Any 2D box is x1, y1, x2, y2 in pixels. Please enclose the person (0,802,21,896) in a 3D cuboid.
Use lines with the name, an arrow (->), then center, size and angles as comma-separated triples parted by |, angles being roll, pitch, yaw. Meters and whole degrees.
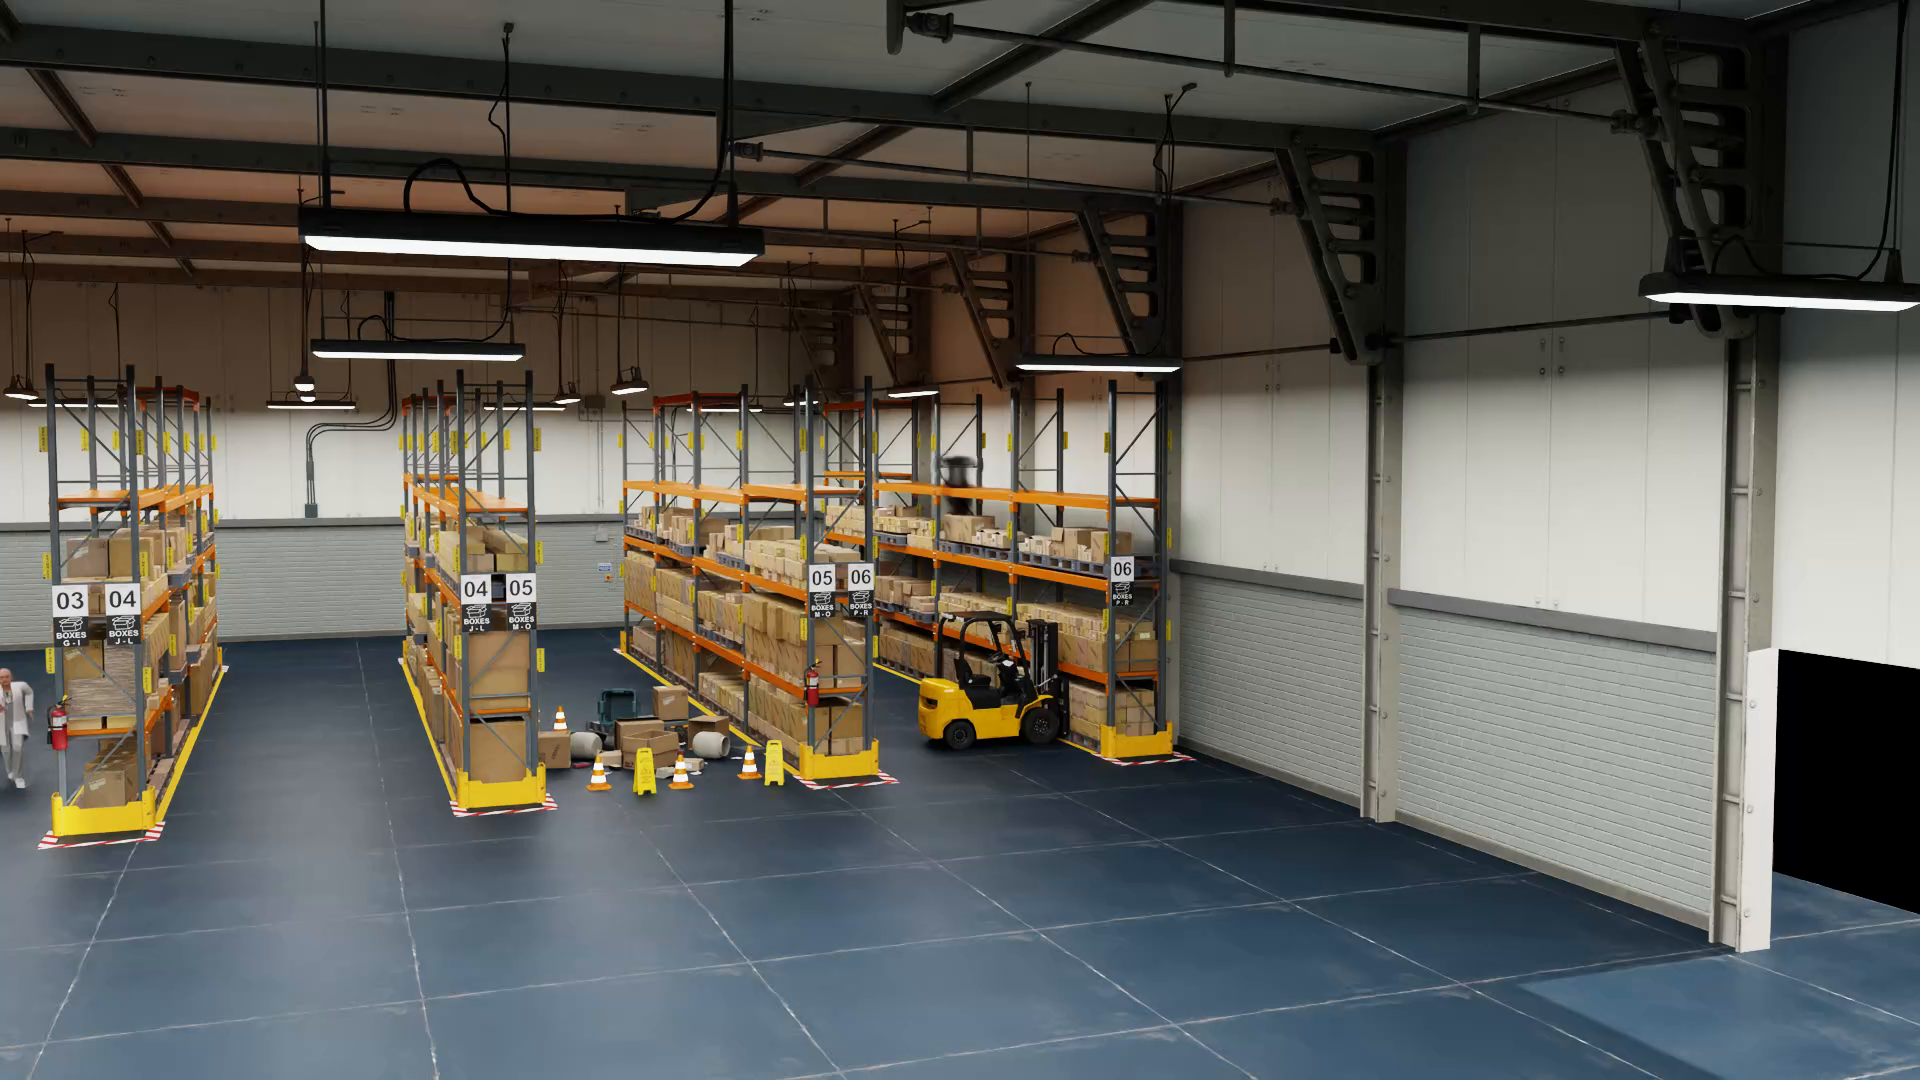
person -> -9.874, 3.162, 16.885 | 0.559, 1.695, 0.758 | 0, 3, 8

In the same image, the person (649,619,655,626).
person -> -7.421, 1.814, 41.070 | 0.863, 1.630, 0.527 | -1, 4, -22

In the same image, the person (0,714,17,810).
person -> -12.699, 2.855, 21.854 | 0.673, 1.776, 0.944 | -2, 4, -28
